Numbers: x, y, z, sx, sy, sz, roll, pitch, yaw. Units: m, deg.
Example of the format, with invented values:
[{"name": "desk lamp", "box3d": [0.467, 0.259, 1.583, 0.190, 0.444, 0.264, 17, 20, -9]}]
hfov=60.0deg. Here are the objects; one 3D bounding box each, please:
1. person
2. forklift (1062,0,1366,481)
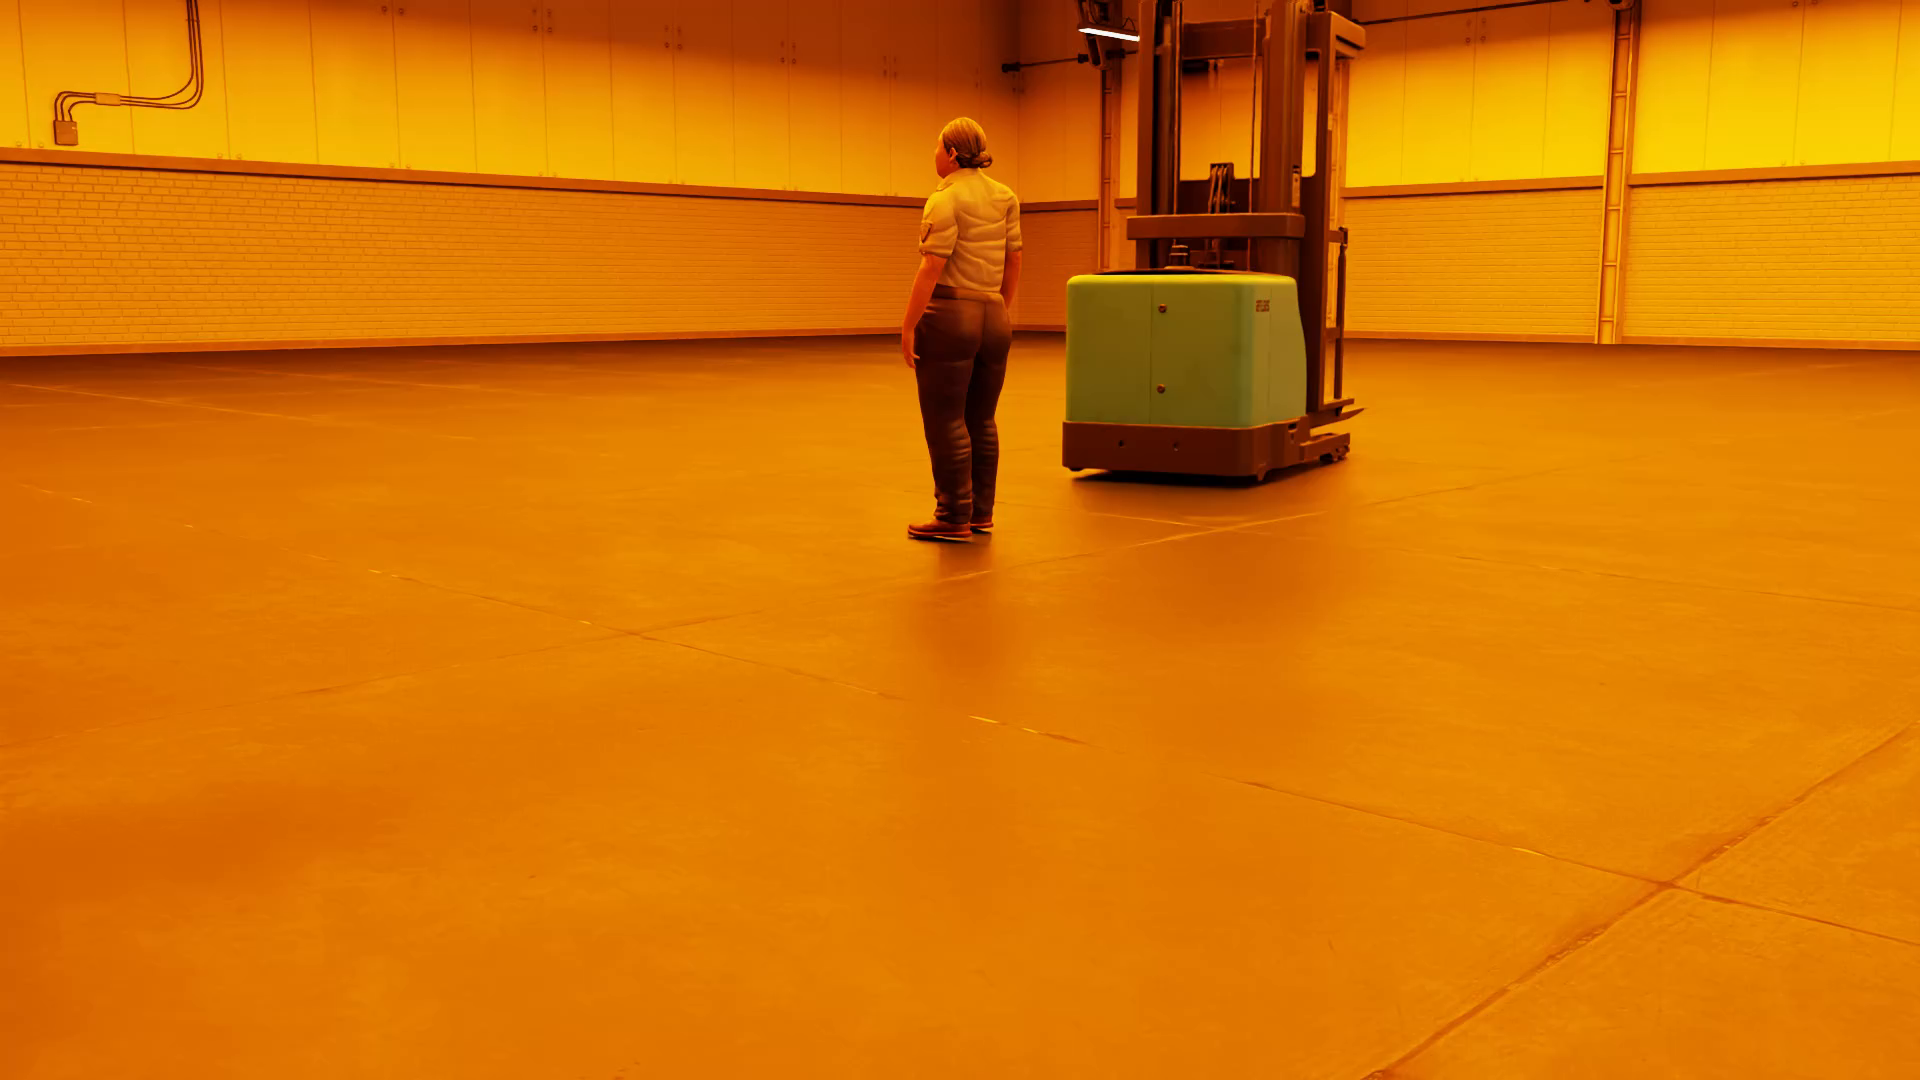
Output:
[{"name": "person", "box3d": [-0.049, -0.828, 6.673, 0.502, 1.641, 0.598, 8, 12, 43]}, {"name": "forklift", "box3d": [1.676, -1.928, 9.679, 1.130, 2.935, 3.031, 4, 10, 27]}]
